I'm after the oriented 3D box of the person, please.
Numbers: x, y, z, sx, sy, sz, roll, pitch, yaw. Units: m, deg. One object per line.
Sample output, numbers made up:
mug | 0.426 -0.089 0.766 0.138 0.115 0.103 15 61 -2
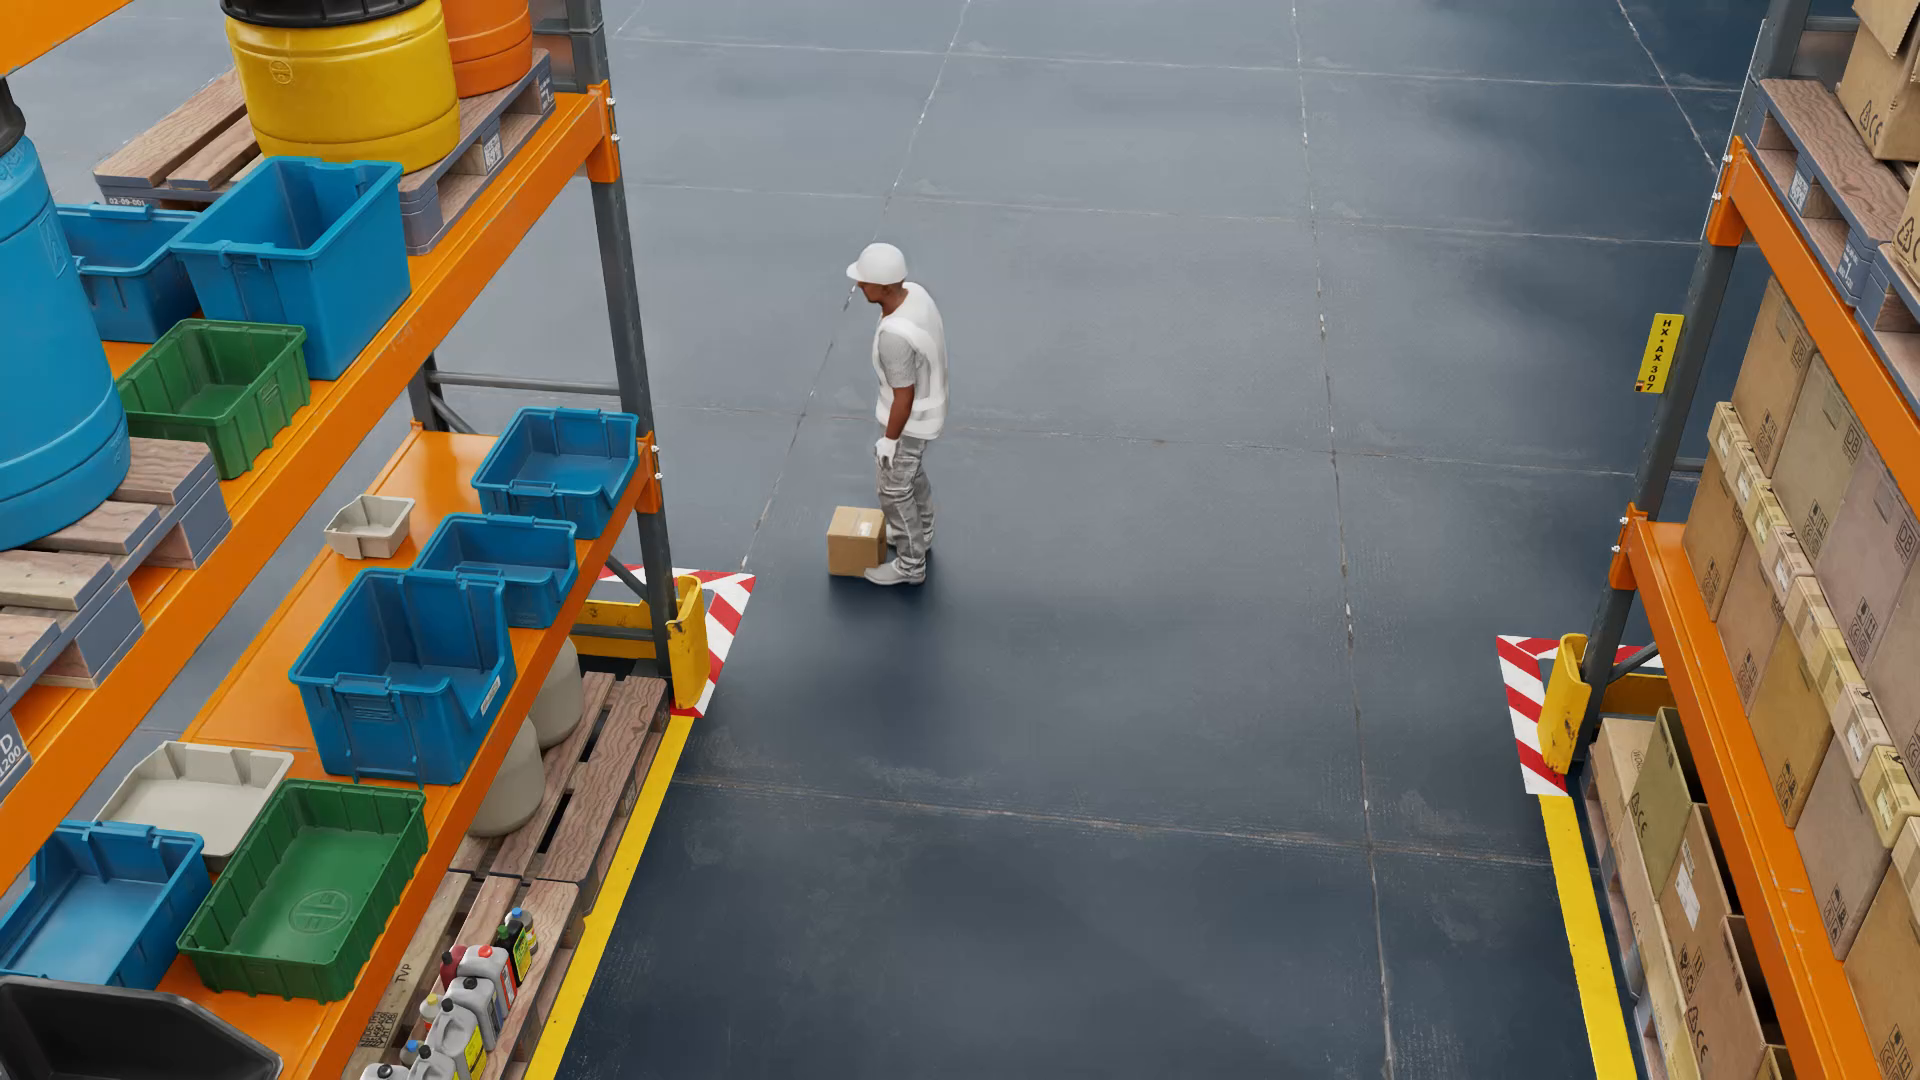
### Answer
person | -0.280 -0.590 7.850 0.446 1.774 0.603 4 36 6
